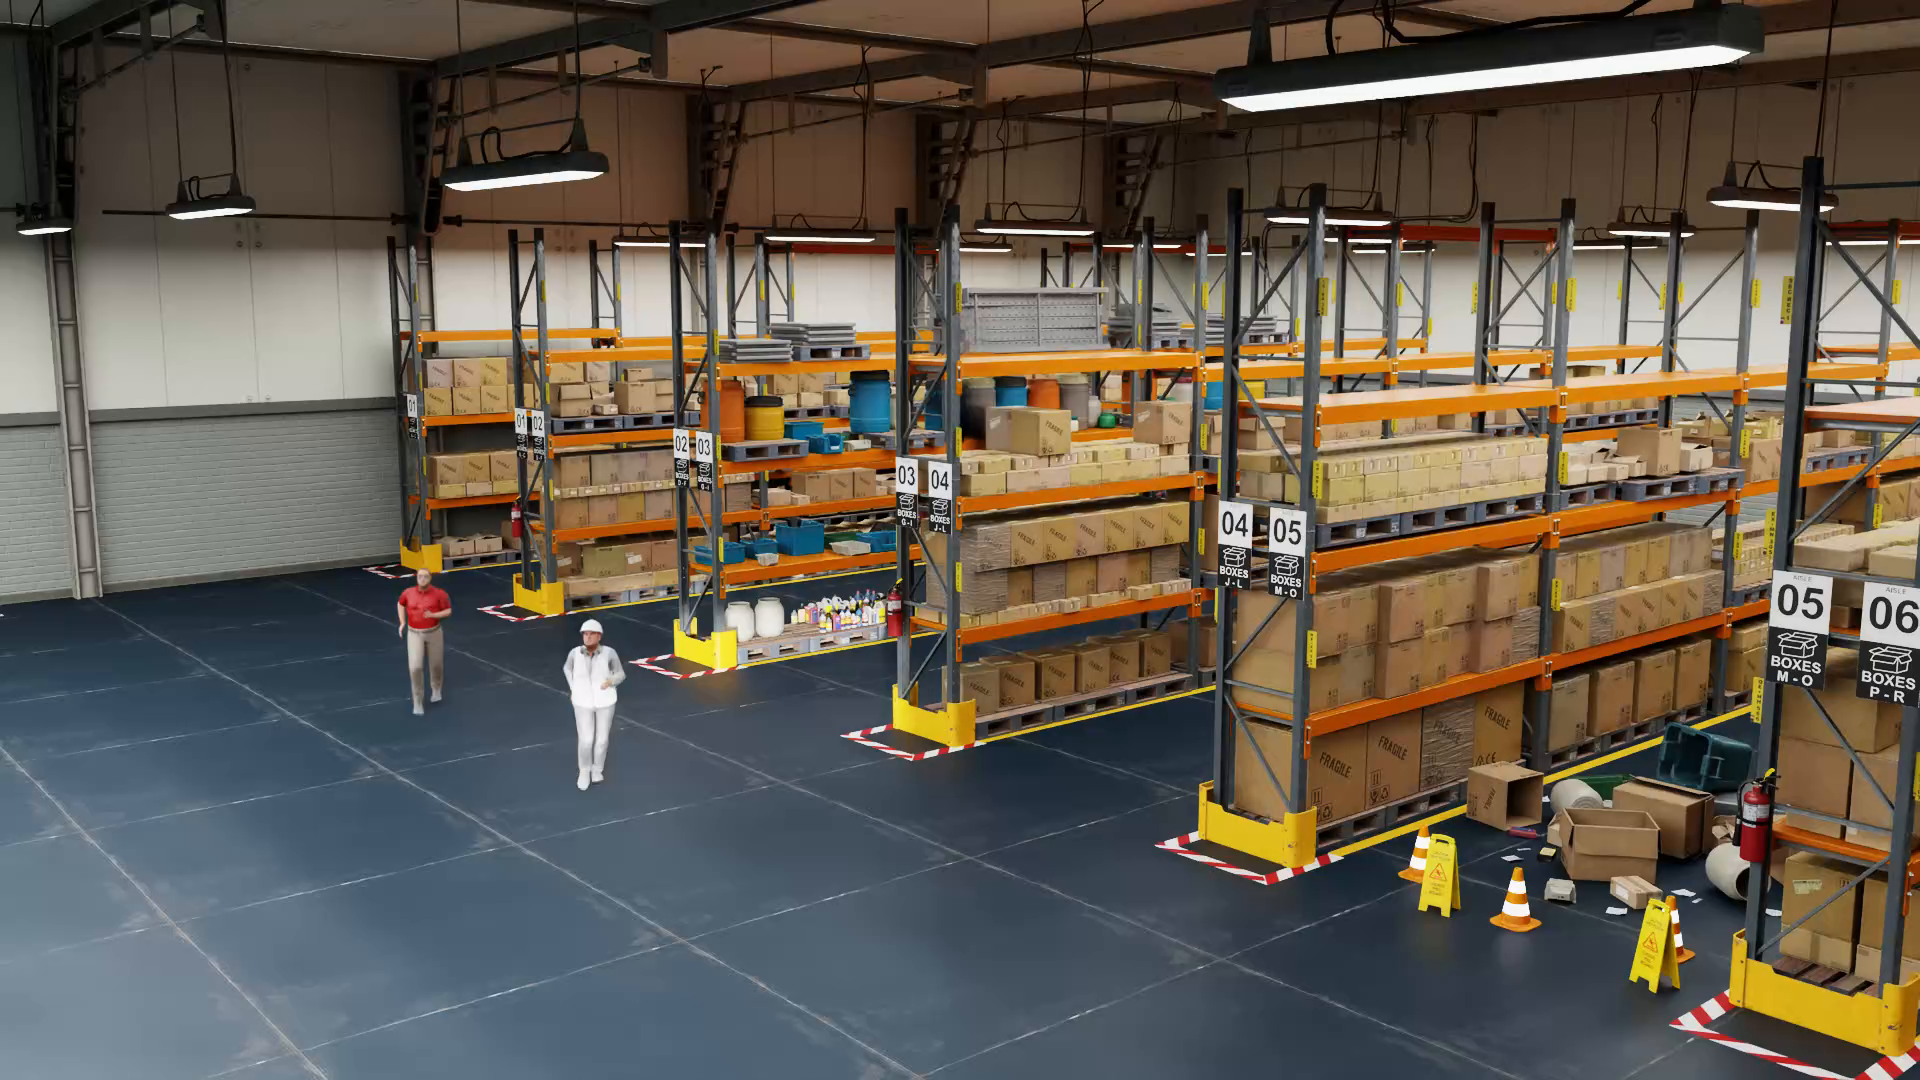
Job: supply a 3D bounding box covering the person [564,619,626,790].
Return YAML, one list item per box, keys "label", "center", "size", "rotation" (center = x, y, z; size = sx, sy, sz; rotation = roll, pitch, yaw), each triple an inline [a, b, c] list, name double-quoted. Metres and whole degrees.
- label: "person"
  center: [-3.746, 1.699, 17.068]
  size: [0.627, 1.787, 0.704]
  rotation: [-2, 9, -10]

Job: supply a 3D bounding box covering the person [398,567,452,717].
- label: "person"
  center: [-6.508, 1.221, 20.259]
  size: [0.637, 1.798, 0.782]
  rotation: [-2, 9, -16]
